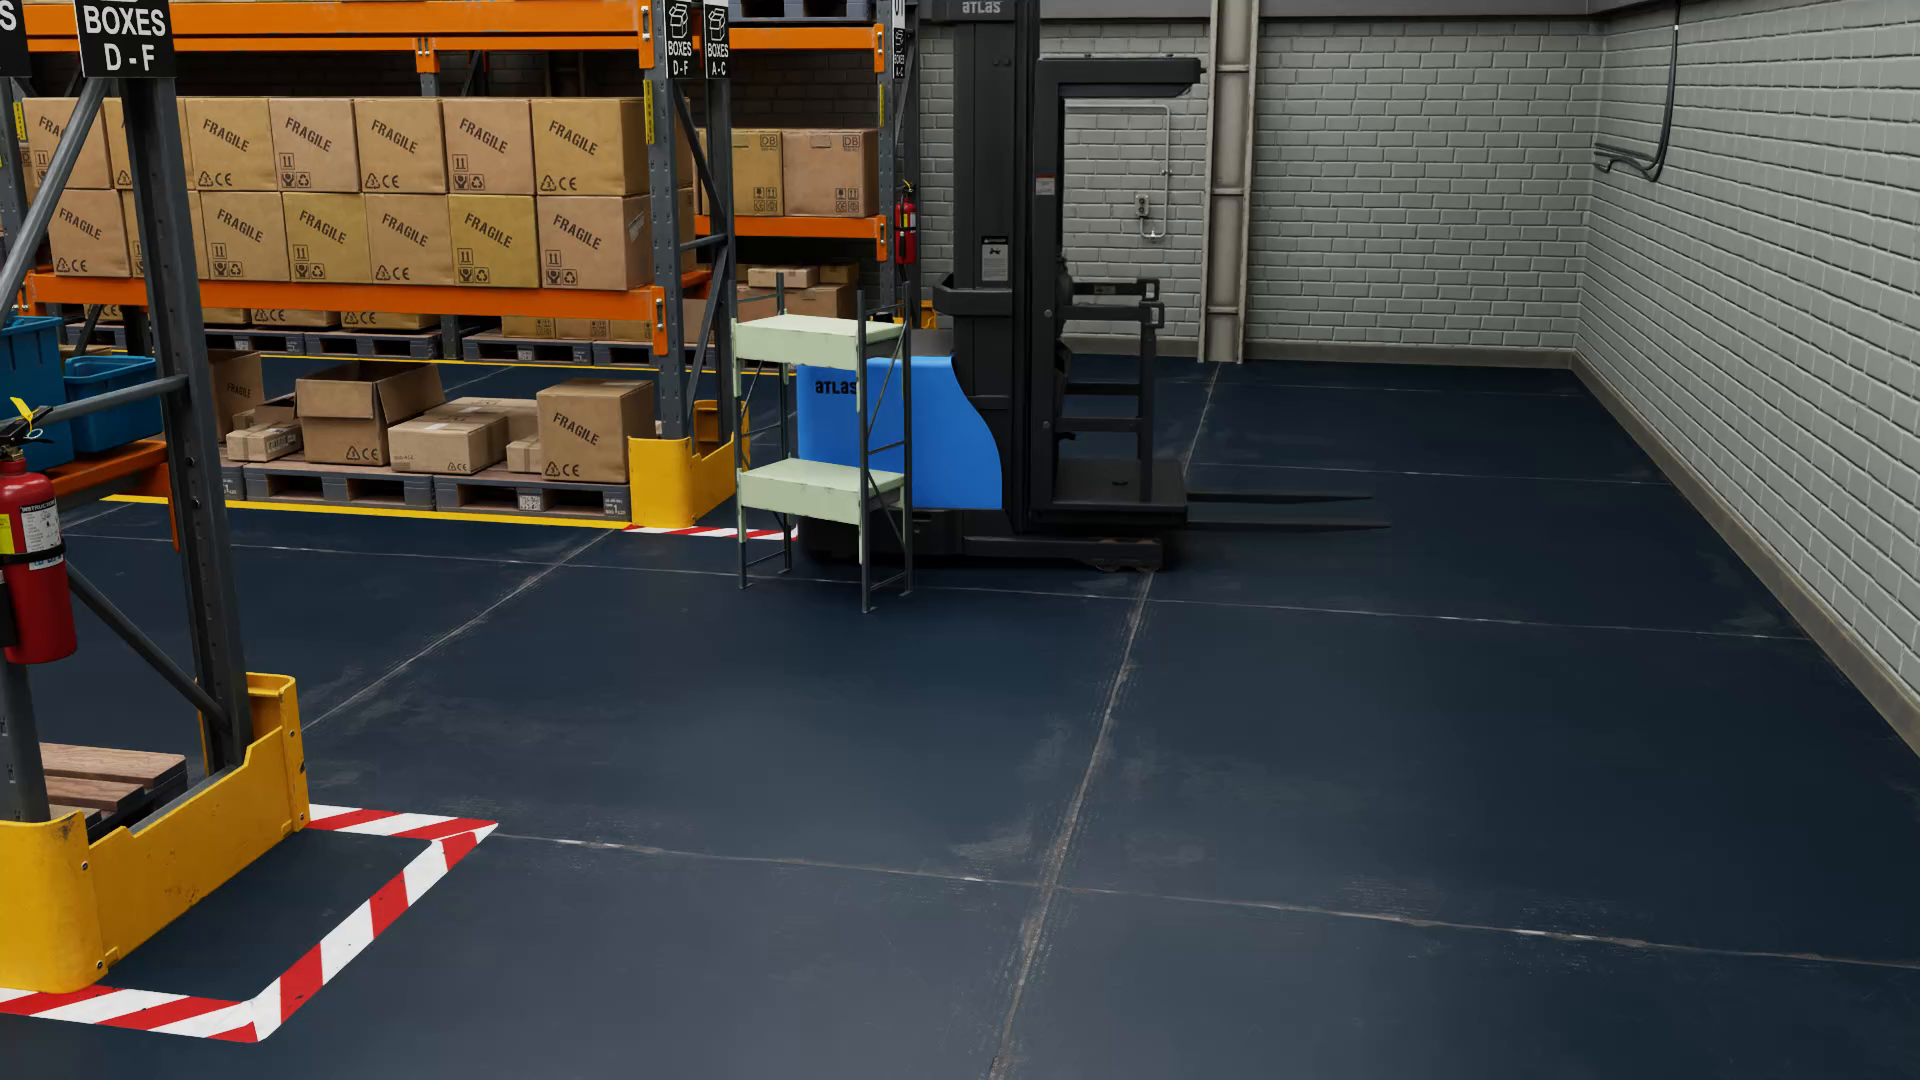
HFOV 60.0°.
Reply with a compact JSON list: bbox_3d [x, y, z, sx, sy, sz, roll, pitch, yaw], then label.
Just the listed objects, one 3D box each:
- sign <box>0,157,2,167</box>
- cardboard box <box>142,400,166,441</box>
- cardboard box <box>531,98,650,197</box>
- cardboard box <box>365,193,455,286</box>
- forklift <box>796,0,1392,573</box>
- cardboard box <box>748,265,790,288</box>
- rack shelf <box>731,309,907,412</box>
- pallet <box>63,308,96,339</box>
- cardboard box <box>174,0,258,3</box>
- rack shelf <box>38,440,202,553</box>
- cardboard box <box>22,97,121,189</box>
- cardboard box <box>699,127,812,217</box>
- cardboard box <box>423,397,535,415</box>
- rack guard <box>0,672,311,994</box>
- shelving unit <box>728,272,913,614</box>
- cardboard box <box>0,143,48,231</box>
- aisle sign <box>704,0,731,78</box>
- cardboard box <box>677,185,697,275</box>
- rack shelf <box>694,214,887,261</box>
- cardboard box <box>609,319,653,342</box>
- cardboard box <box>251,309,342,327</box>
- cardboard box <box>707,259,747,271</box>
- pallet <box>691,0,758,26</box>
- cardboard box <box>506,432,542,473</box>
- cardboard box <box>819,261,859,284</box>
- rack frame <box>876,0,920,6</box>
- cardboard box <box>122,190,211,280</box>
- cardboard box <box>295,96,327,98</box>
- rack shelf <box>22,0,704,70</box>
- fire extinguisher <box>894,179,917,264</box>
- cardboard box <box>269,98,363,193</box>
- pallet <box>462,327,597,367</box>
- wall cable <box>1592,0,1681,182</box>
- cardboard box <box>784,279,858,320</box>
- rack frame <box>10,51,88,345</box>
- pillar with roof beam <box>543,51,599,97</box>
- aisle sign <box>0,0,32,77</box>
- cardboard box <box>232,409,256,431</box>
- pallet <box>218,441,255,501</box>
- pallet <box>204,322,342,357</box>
[{"bbox_3d":[-5.514,-2.287,9.460,0.005,0.325,0.100,3,16,11],"label":"sign"},{"bbox_3d":[-5.039,-0.712,10.155,0.500,0.311,0.500,3,16,11],"label":"cardboard box"},{"bbox_3d":[-1.978,-2.143,9.050,0.500,0.500,0.500,3,16,11],"label":"cardboard box"},{"bbox_3d":[-2.978,-1.717,9.384,0.500,0.500,0.500,3,16,12],"label":"cardboard box"},{"bbox_3d":[0.709,-1.393,8.531,3.031,2.935,1.130,1,16,5],"label":"forklift"},{"bbox_3d":[-1.623,-2.252,14.182,0.250,0.149,0.380,4,16,13],"label":"cardboard box"},{"bbox_3d":[-0.654,-0.852,7.798,0.720,0.370,0.431,9,18,30],"label":"rack shelf"},{"bbox_3d":[-9.109,-2.081,16.110,1.213,0.211,1.003,3,16,11],"label":"pallet"},{"bbox_3d":[-4.001,-3.102,9.235,0.500,0.250,0.500,3,16,11],"label":"cardboard box"},{"bbox_3d":[-4.438,-0.126,5.174,4.000,0.370,1.077,3,16,11],"label":"rack shelf"},{"bbox_3d":[-5.002,-2.306,9.636,0.500,0.500,0.500,4,16,13],"label":"cardboard box"},{"bbox_3d":[-1.721,-3.162,14.228,0.700,0.700,0.980,3,16,11],"label":"cardboard box"},{"bbox_3d":[-2.944,-0.705,10.244,0.500,0.250,0.500,3,16,11],"label":"cardboard box"},{"bbox_3d":[-2.452,0.837,5.035,0.348,0.500,1.175,3,16,11],"label":"rack guard"},{"bbox_3d":[-0.654,-0.476,7.902,0.755,1.500,0.431,9,18,30],"label":"shelving unit"},{"bbox_3d":[-5.827,-2.209,10.372,0.500,0.500,0.700,-2,16,-8],"label":"cardboard box"},{"bbox_3d":[-1.362,-2.988,9.288,0.004,0.787,0.394,3,16,11],"label":"aisle sign"},{"bbox_3d":[-1.870,-1.802,9.692,0.500,0.500,0.500,3,16,12],"label":"cardboard box"},{"bbox_3d":[-2.464,-2.717,14.530,4.000,0.370,1.077,3,16,11],"label":"rack shelf"},{"bbox_3d":[-2.717,-2.046,14.655,0.500,0.500,0.700,3,16,12],"label":"cardboard box"},{"bbox_3d":[-5.958,-2.384,15.219,0.750,0.750,0.750,4,16,13],"label":"cardboard box"},{"bbox_3d":[-2.039,-2.378,14.639,0.250,0.149,0.380,3,16,12],"label":"cardboard box"},{"bbox_3d":[-2.432,-4.461,14.026,1.213,0.211,1.003,3,16,11],"label":"pallet"},{"bbox_3d":[-2.448,-0.518,9.725,0.250,0.166,0.380,3,16,11],"label":"cardboard box"},{"bbox_3d":[-1.048,-2.325,14.446,0.250,0.149,0.380,3,16,11],"label":"cardboard box"},{"bbox_3d":[-0.504,-5.849,13.249,0.127,3.000,1.000,3,16,11],"label":"rack frame"},{"bbox_3d":[-4.460,-1.798,9.675,0.500,0.500,0.500,3,16,12],"label":"cardboard box"},{"bbox_3d":[-3.864,-2.392,9.947,0.500,0.500,0.500,3,16,12],"label":"cardboard box"},{"bbox_3d":[-3.447,-2.867,9.451,4.000,0.370,1.077,3,16,11],"label":"rack shelf"},{"bbox_3d":[-0.448,-2.612,13.645,0.183,0.674,0.296,3,16,11],"label":"fire extinguisher"},{"bbox_3d":[-3.486,-2.224,9.340,0.500,0.500,0.500,4,16,13],"label":"cardboard box"},{"bbox_3d":[-3.694,-1.766,14.971,1.213,0.211,1.003,3,16,11],"label":"pallet"},{"bbox_3d":[4.967,-3.958,12.240,0.112,2.526,3.097,3,16,11],"label":"wall cable"},{"bbox_3d":[-1.210,-1.966,14.368,0.500,0.500,0.700,3,16,11],"label":"cardboard box"},{"bbox_3d":[-8.344,-3.383,15.586,0.127,3.000,1.000,3,16,11],"label":"rack frame"},{"bbox_3d":[-4.423,-5.124,10.634,0.400,9.000,9.100,3,16,11],"label":"pillar with roof beam"},{"bbox_3d":[-2.466,-1.538,4.057,0.004,0.787,0.394,3,16,11],"label":"aisle sign"},{"bbox_3d":[-4.413,-0.752,10.604,0.250,0.149,0.380,3,16,11],"label":"cardboard box"},{"bbox_3d":[-4.734,-0.494,10.379,1.213,0.211,1.003,3,16,11],"label":"pallet"},{"bbox_3d":[-6.394,-1.912,15.500,1.213,0.211,1.003,3,16,11],"label":"pallet"}]
